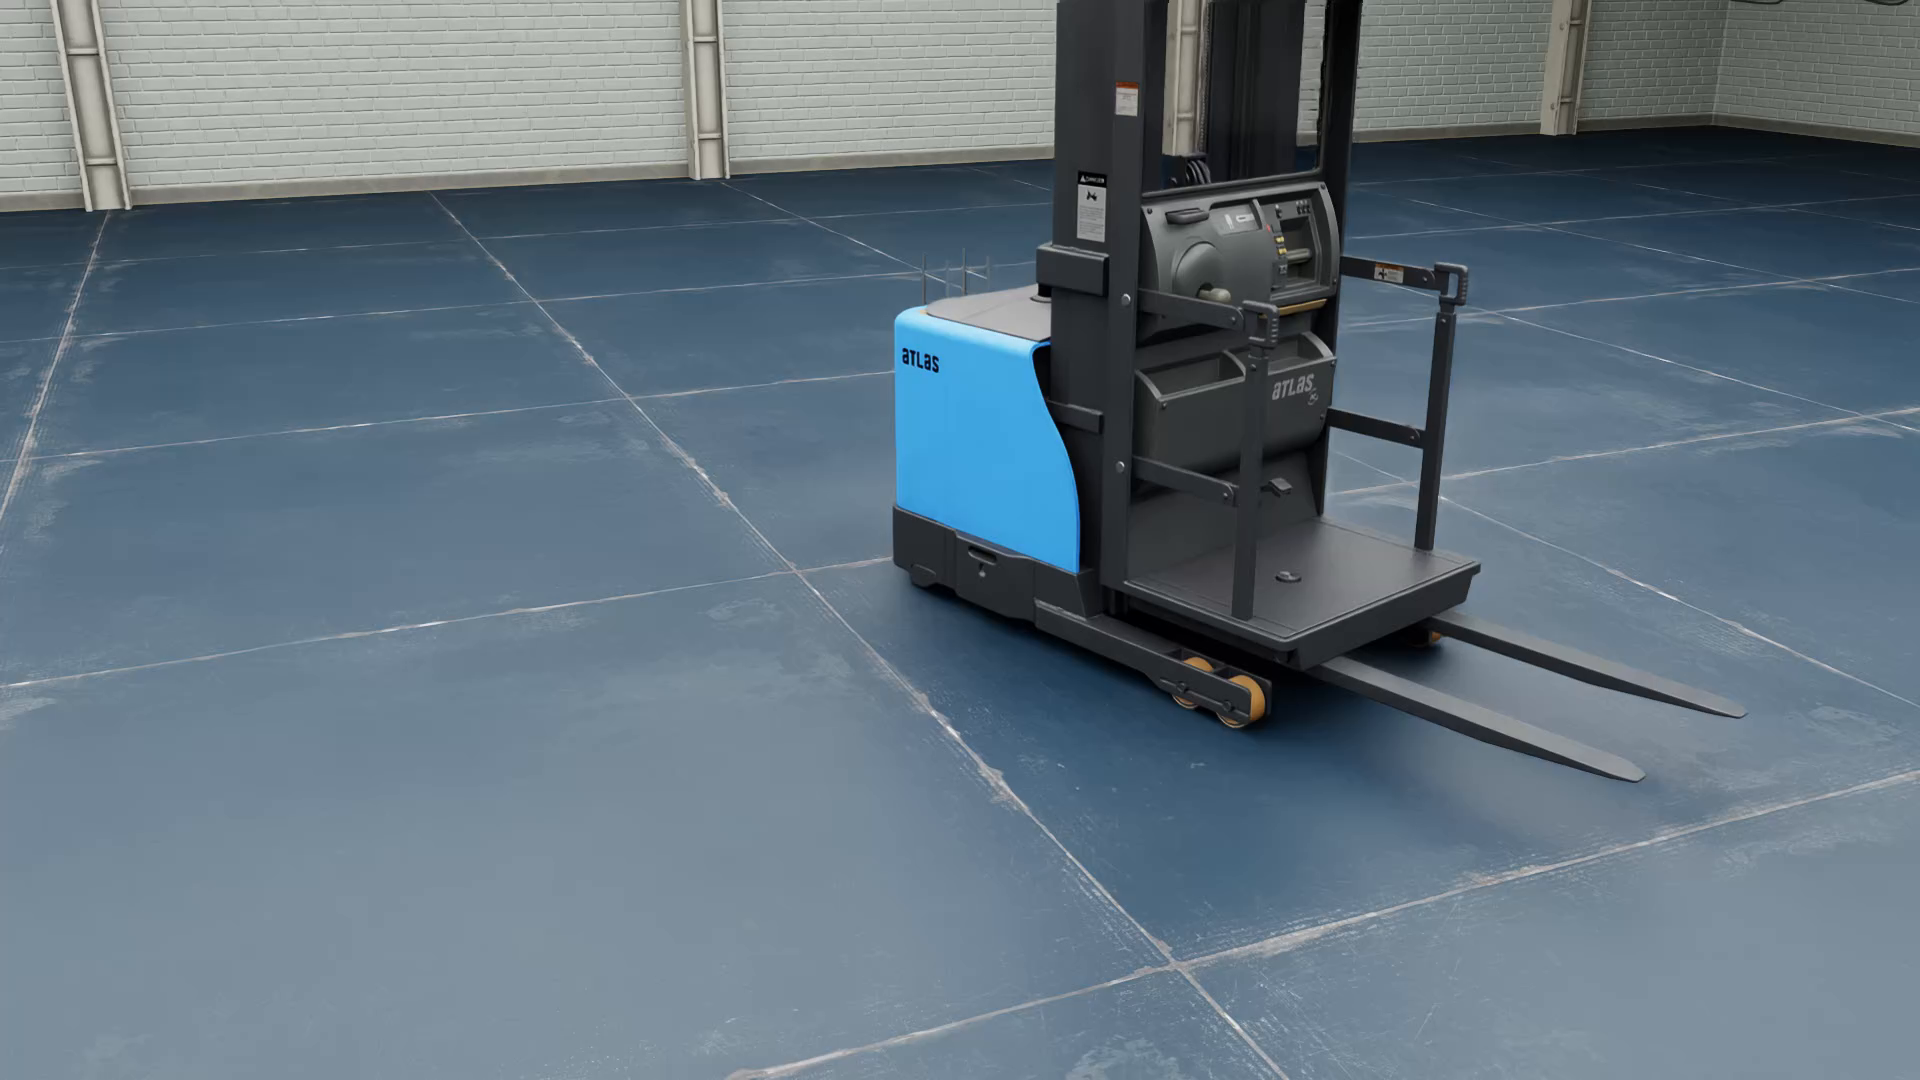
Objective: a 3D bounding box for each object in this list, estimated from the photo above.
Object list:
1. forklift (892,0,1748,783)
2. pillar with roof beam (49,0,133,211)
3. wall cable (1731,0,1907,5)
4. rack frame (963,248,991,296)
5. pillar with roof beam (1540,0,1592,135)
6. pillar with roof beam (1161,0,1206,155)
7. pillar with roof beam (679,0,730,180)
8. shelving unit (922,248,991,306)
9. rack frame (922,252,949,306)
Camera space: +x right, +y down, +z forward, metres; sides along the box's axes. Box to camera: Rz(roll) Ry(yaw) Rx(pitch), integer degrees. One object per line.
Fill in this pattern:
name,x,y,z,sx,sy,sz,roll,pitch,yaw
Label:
forklift,1.084,-0.971,5.366,1.130,2.935,3.031,-16,25,-38
pillar with roof beam,-6.586,-6.167,10.987,0.400,9.000,9.100,-8,21,-22
wall cable,11.466,-8.367,21.912,0.112,2.526,3.097,-8,21,-22
rack frame,0.067,-0.589,6.889,0.006,1.200,0.240,-9,21,-24
pillar with roof beam,9.942,-8.535,17.712,0.400,9.000,9.100,-8,21,-22
pillar with roof beam,4.433,-7.746,15.471,0.400,9.000,9.100,-8,21,-22
pillar with roof beam,-1.076,-6.956,13.229,0.400,9.000,9.100,-8,21,-22
shelving unit,-0.016,-0.576,6.852,0.189,1.200,0.258,-9,21,-24
rack frame,-0.098,-0.563,6.814,0.006,1.200,0.240,-9,21,-24
